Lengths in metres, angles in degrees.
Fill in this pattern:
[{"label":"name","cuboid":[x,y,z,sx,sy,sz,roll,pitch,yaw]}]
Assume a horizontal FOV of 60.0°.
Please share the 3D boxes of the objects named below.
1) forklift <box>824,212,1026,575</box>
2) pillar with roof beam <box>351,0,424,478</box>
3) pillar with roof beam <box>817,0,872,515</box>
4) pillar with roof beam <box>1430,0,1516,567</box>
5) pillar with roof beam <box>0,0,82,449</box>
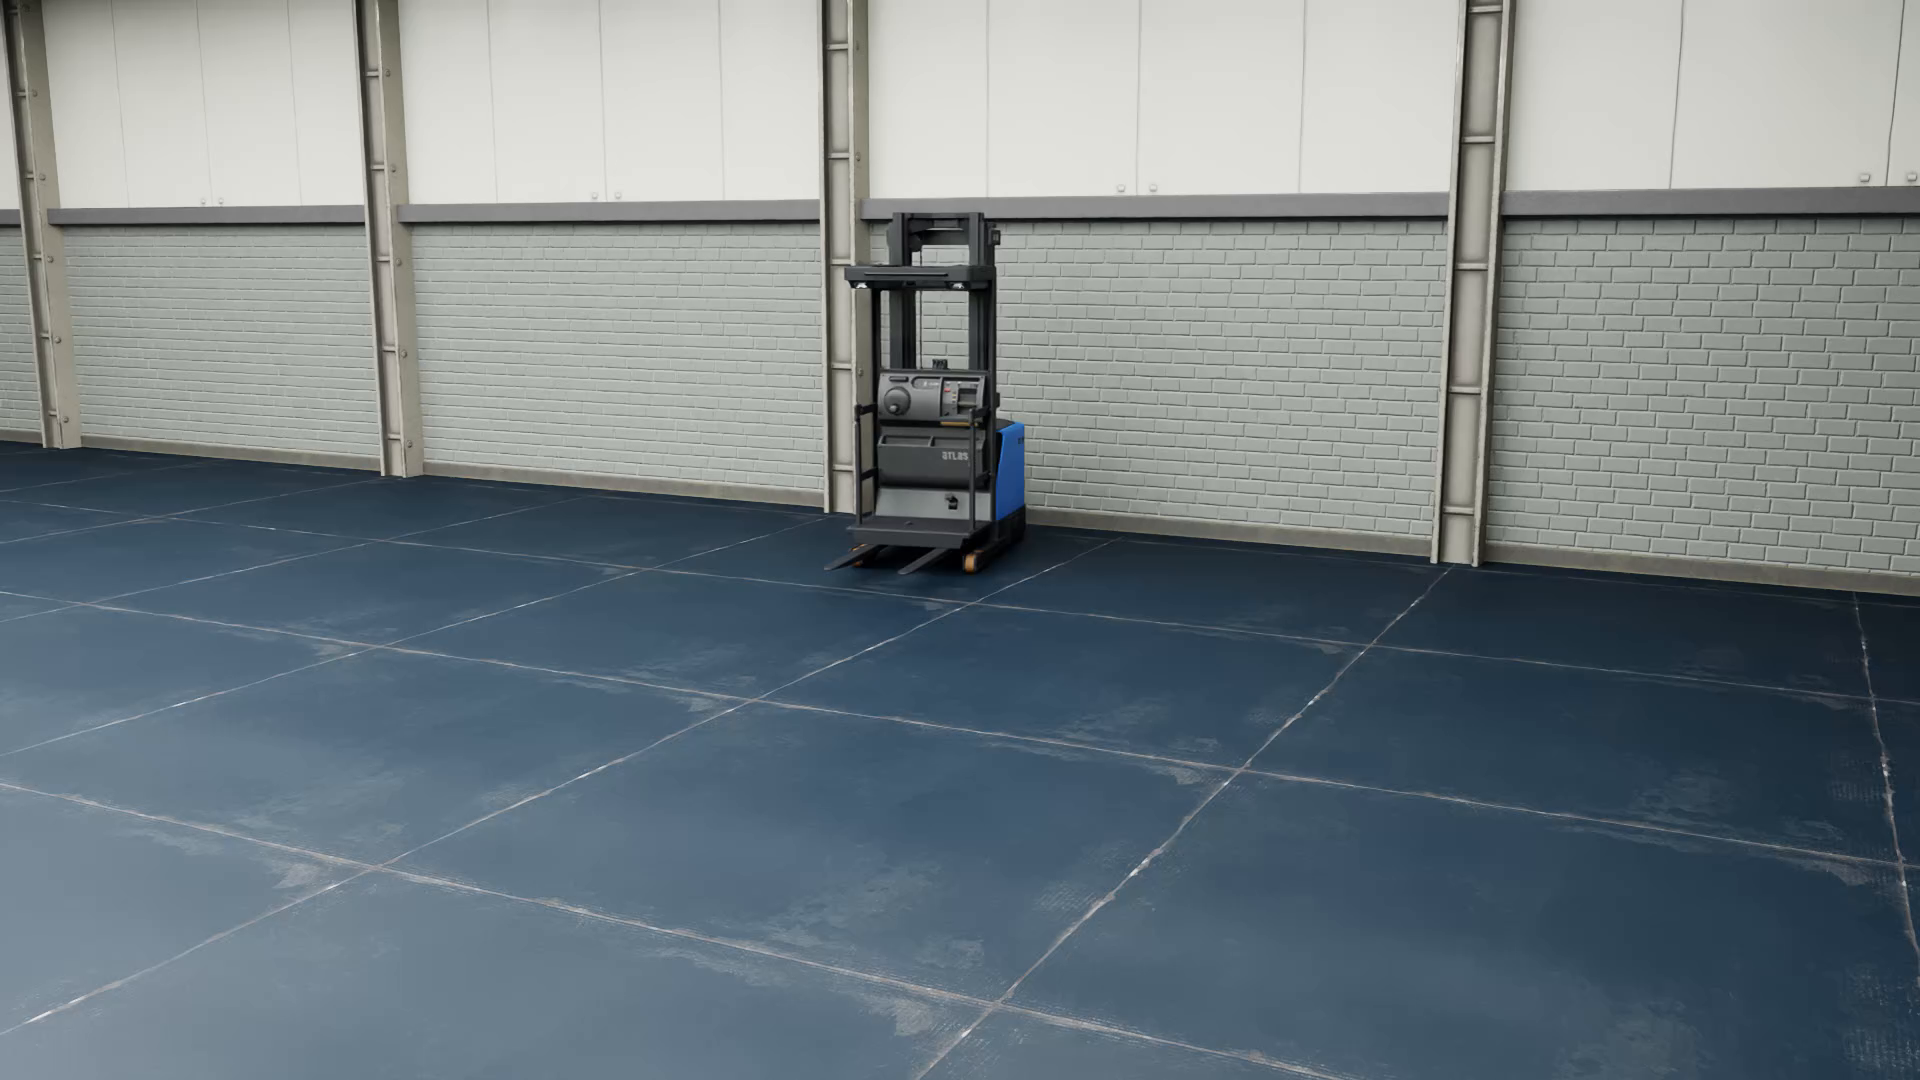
[{"label":"forklift","cuboid":[-0.299,-1.243,13.871,1.130,2.935,3.031,3,11,16]},{"label":"pillar with roof beam","cuboid":[-8.414,-4.502,14.837,0.400,9.000,9.100,5,11,26]},{"label":"pillar with roof beam","cuboid":[-3.033,-4.029,12.225,0.400,9.000,9.100,5,11,26]},{"label":"pillar with roof beam","cuboid":[2.347,-3.556,9.612,0.400,9.000,9.100,5,11,26]},{"label":"pillar with roof beam","cuboid":[-13.795,-4.975,17.449,0.400,9.000,9.100,5,11,26]}]
